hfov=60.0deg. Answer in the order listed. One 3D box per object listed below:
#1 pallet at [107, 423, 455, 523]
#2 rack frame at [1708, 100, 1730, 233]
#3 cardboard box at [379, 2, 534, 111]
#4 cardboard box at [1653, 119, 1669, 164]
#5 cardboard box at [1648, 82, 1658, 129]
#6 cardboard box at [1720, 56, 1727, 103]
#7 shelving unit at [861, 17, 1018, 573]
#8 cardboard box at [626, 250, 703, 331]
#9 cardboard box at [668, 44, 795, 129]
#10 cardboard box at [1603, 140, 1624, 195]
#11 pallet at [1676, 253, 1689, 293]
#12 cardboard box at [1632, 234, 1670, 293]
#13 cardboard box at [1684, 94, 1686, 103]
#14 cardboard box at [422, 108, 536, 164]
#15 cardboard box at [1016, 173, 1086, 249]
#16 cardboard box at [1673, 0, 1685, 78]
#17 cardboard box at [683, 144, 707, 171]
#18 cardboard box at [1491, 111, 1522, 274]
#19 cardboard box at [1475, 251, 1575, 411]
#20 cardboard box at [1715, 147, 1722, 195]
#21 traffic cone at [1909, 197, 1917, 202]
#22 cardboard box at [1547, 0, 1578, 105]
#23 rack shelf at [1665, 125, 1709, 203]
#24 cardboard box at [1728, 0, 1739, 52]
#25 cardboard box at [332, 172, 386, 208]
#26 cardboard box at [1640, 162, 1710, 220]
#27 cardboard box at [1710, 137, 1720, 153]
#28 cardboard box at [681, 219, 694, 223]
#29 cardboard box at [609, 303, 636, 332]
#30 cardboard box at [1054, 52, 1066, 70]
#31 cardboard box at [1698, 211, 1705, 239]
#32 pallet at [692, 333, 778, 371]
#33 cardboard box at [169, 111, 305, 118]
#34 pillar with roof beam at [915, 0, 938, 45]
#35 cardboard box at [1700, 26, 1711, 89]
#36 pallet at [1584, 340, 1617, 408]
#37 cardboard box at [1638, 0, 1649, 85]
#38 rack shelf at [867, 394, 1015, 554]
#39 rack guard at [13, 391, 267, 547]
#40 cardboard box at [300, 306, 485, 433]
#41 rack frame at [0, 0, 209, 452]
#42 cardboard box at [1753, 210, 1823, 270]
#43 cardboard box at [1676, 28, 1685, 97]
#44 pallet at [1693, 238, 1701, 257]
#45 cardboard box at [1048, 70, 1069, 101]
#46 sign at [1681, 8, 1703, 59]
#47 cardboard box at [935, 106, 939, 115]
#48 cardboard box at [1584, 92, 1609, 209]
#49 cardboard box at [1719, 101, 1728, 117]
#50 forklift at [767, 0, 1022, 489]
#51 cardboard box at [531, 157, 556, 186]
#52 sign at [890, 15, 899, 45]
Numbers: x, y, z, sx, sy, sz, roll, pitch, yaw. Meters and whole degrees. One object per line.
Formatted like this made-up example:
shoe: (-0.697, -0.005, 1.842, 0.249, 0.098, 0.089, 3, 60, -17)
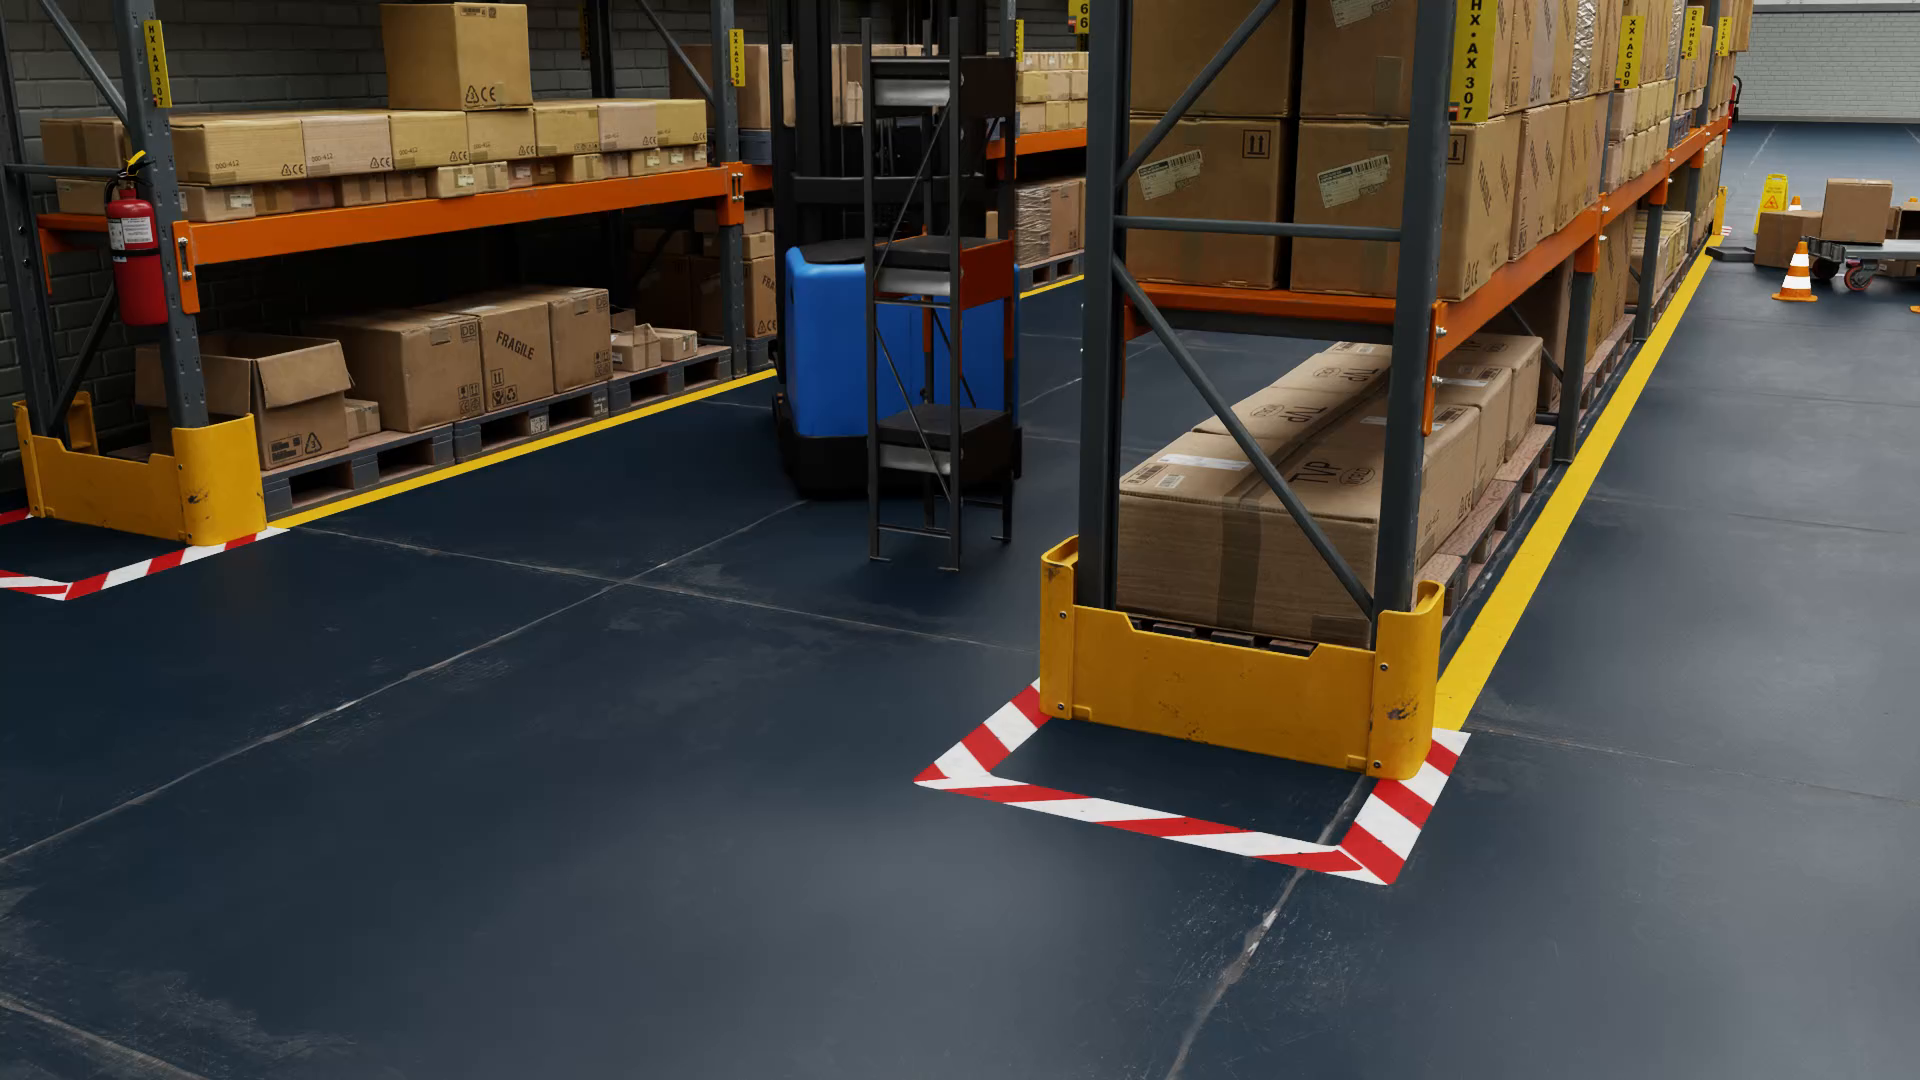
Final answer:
pallet: (-3.216, -0.388, 7.961, 1.003, 0.211, 1.213, 8, 18, 25)
rack frame: (7.987, -4.947, 18.413, 1.000, 3.000, 0.127, 8, 18, 25)
cardboard box: (-2.491, -2.396, 8.247, 0.500, 0.500, 0.500, 9, 19, 27)
cardboard box: (4.204, -2.544, 10.584, 0.500, 0.250, 0.500, 8, 19, 26)
cardboard box: (3.755, -2.525, 9.644, 0.500, 0.250, 0.500, 7, 18, 24)
cardboard box: (7.293, -4.584, 16.491, 0.500, 0.500, 0.500, 8, 18, 26)
shelving unit: (-0.074, -0.964, 6.583, 0.431, 2.100, 0.503, 8, 18, 25)
cardboard box: (-1.863, -1.687, 11.089, 0.500, 0.500, 0.500, 8, 18, 25)
cardboard box: (-1.401, -2.865, 10.490, 0.700, 0.500, 0.500, 9, 19, 27)
cardboard box: (3.057, -1.897, 8.407, 0.500, 0.250, 0.500, 8, 18, 24)
pallet: (5.853, -2.393, 14.711, 1.003, 0.211, 1.213, 8, 18, 25)
cardboard box: (4.996, -2.183, 12.983, 0.950, 0.372, 0.625, 8, 18, 24)
cardboard box: (5.489, -3.455, 13.093, 0.380, 0.149, 0.250, 9, 19, 27)
cardboard box: (-2.503, -2.045, 8.383, 0.500, 0.250, 0.500, 8, 18, 24)
cardboard box: (0.846, -3.099, 15.624, 0.875, 0.625, 0.625, 7, 18, 23)
cardboard box: (4.415, -3.272, 10.840, 0.500, 0.500, 0.500, 8, 18, 24)
cardboard box: (-1.734, -2.288, 9.899, 0.380, 0.149, 0.250, 8, 18, 26)
cardboard box: (1.510, -1.138, 5.412, 0.500, 0.500, 0.500, 8, 18, 25)
cardboard box: (2.830, -1.242, 8.931, 0.875, 0.875, 0.875, 9, 19, 27)
cardboard box: (7.862, -3.953, 17.839, 0.500, 0.500, 0.500, 8, 18, 26)
traffic cone: (10.094, -3.403, 17.669, 0.336, 0.463, 0.334, 8, 18, 25)
cardboard box: (1.976, -1.877, 6.144, 0.500, 0.500, 0.500, 8, 18, 26)
rack shelf: (5.306, -3.074, 13.370, 1.077, 0.370, 4.000, 8, 18, 25)
cardboard box: (6.838, -4.810, 15.497, 0.700, 0.500, 0.500, 8, 18, 26)
cardboard box: (-2.886, -1.629, 7.683, 0.380, 0.149, 0.250, 9, 19, 27)
cardboard box: (6.705, -3.287, 15.598, 0.500, 0.500, 0.500, 9, 19, 28)
cardboard box: (7.524, -4.031, 16.964, 0.380, 0.149, 0.250, 9, 19, 28)
cardboard box: (-1.697, -2.096, 11.328, 0.380, 0.149, 0.250, 8, 18, 26)
cardboard box: (-2.324, -1.295, 10.102, 0.500, 0.311, 0.500, 9, 19, 27)
cardboard box: (0.691, -4.148, 14.406, 0.380, 0.149, 0.250, 8, 18, 26)
cardboard box: (6.933, -3.065, 16.167, 0.500, 0.250, 0.500, 9, 19, 28)
pallet: (-1.488, -1.396, 11.356, 1.003, 0.211, 1.213, 8, 18, 25)
cardboard box: (-3.405, -1.855, 7.743, 0.500, 0.250, 0.500, 8, 18, 26)
pillar with roof beam: (3.597, -6.315, 12.481, 9.100, 9.000, 0.400, 8, 18, 25)
cardboard box: (5.978, -4.047, 13.946, 0.500, 0.500, 0.500, 8, 18, 26)
pallet: (3.446, -1.072, 10.263, 1.003, 0.211, 1.213, 8, 18, 25)
cardboard box: (3.281, -2.627, 8.668, 0.500, 0.500, 0.500, 8, 18, 25)
rack shelf: (-0.074, -0.280, 6.787, 0.431, 0.518, 0.480, 8, 18, 25)
rack guard: (-3.571, -0.324, 7.236, 1.175, 0.500, 0.348, 8, 18, 25)
cardboard box: (-2.830, -0.862, 8.311, 0.700, 0.500, 0.500, 9, 19, 28)
rack frame: (-3.605, -1.502, 6.814, 1.000, 3.000, 0.127, 8, 18, 25)
cardboard box: (7.895, -2.831, 15.674, 0.500, 0.500, 0.500, -7, 18, -22)
cardboard box: (4.820, -3.387, 11.723, 0.500, 0.500, 0.500, 8, 18, 24)
pallet: (7.012, -3.079, 17.021, 1.003, 0.211, 1.213, 8, 18, 25)
cardboard box: (0.611, -3.917, 14.330, 0.500, 0.250, 0.500, 9, 19, 27)
sign: (4.910, -3.395, 11.152, 0.100, 0.325, 0.005, 8, 18, 25)
cardboard box: (-0.212, -3.360, 12.593, 0.500, 0.250, 0.500, 7, 18, 23)
cardboard box: (2.646, -1.788, 7.600, 0.500, 0.500, 0.500, 8, 18, 26)
cardboard box: (7.775, -4.494, 17.327, 0.380, 0.149, 0.250, 8, 19, 26)
forklift: (-0.446, -2.013, 8.654, 1.130, 2.935, 3.031, -2, 17, -8)
cardboard box: (-2.371, -1.966, 8.815, 0.380, 0.149, 0.250, 8, 18, 26)
sign: (-0.528, -4.165, 13.745, 0.100, 0.325, 0.005, 8, 18, 25)
